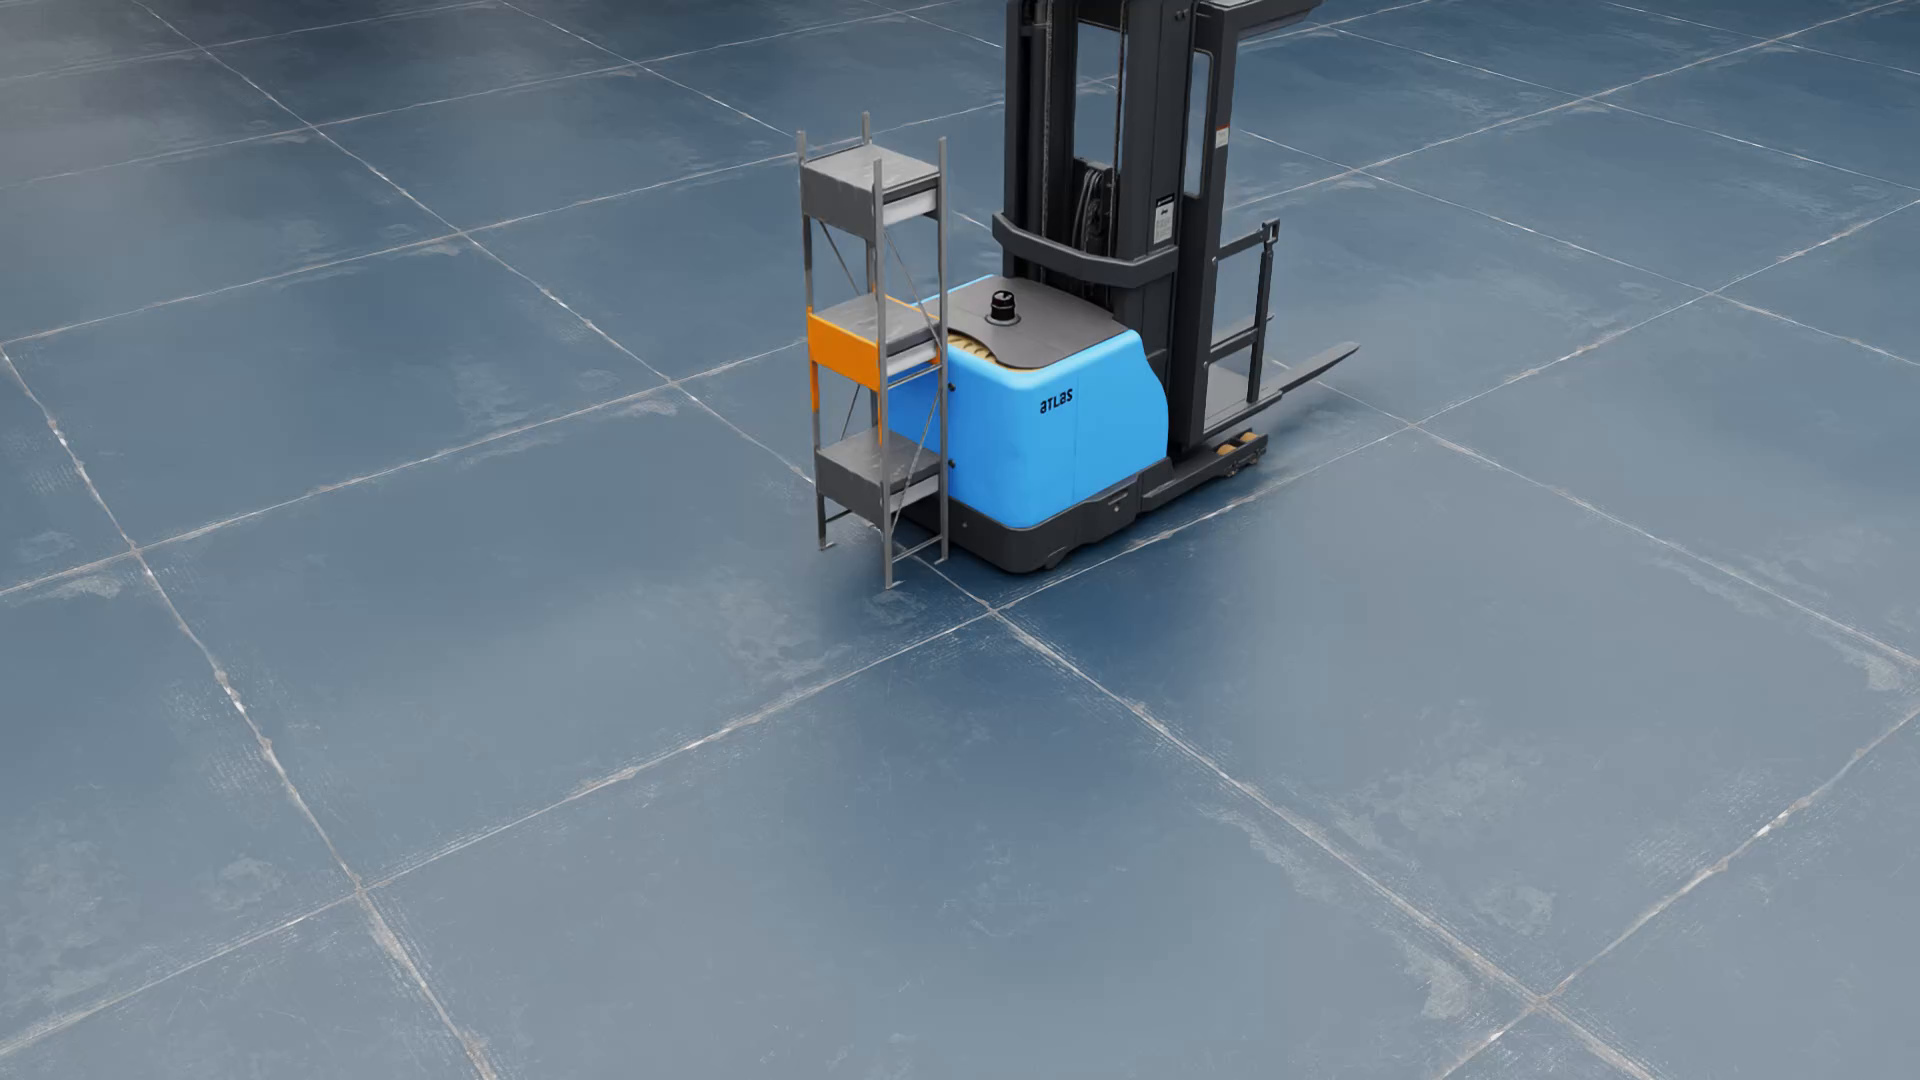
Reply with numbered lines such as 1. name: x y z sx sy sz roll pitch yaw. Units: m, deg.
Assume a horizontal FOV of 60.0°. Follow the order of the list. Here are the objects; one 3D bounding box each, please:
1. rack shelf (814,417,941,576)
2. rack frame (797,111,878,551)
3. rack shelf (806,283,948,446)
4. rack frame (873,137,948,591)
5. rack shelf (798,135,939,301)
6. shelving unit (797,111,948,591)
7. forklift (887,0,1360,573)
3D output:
1. rack shelf: -0.375 -0.214 7.958 0.431 0.518 0.480 -27 41 -36
2. rack frame: -0.545 -0.913 7.730 0.400 2.100 0.015 -27 41 -36
3. rack shelf: -0.375 -0.809 7.588 0.431 0.518 0.480 -27 41 -36
4. rack frame: -0.205 -0.728 7.432 0.400 2.100 0.015 -27 41 -36
5. rack shelf: -0.375 -1.404 7.219 0.431 0.518 0.480 -27 41 -36
6. shelving unit: -0.375 -0.821 7.581 0.431 2.100 0.503 -27 41 -36
7. forklift: 1.003 -1.758 8.303 3.031 2.935 1.130 -27 41 -36
